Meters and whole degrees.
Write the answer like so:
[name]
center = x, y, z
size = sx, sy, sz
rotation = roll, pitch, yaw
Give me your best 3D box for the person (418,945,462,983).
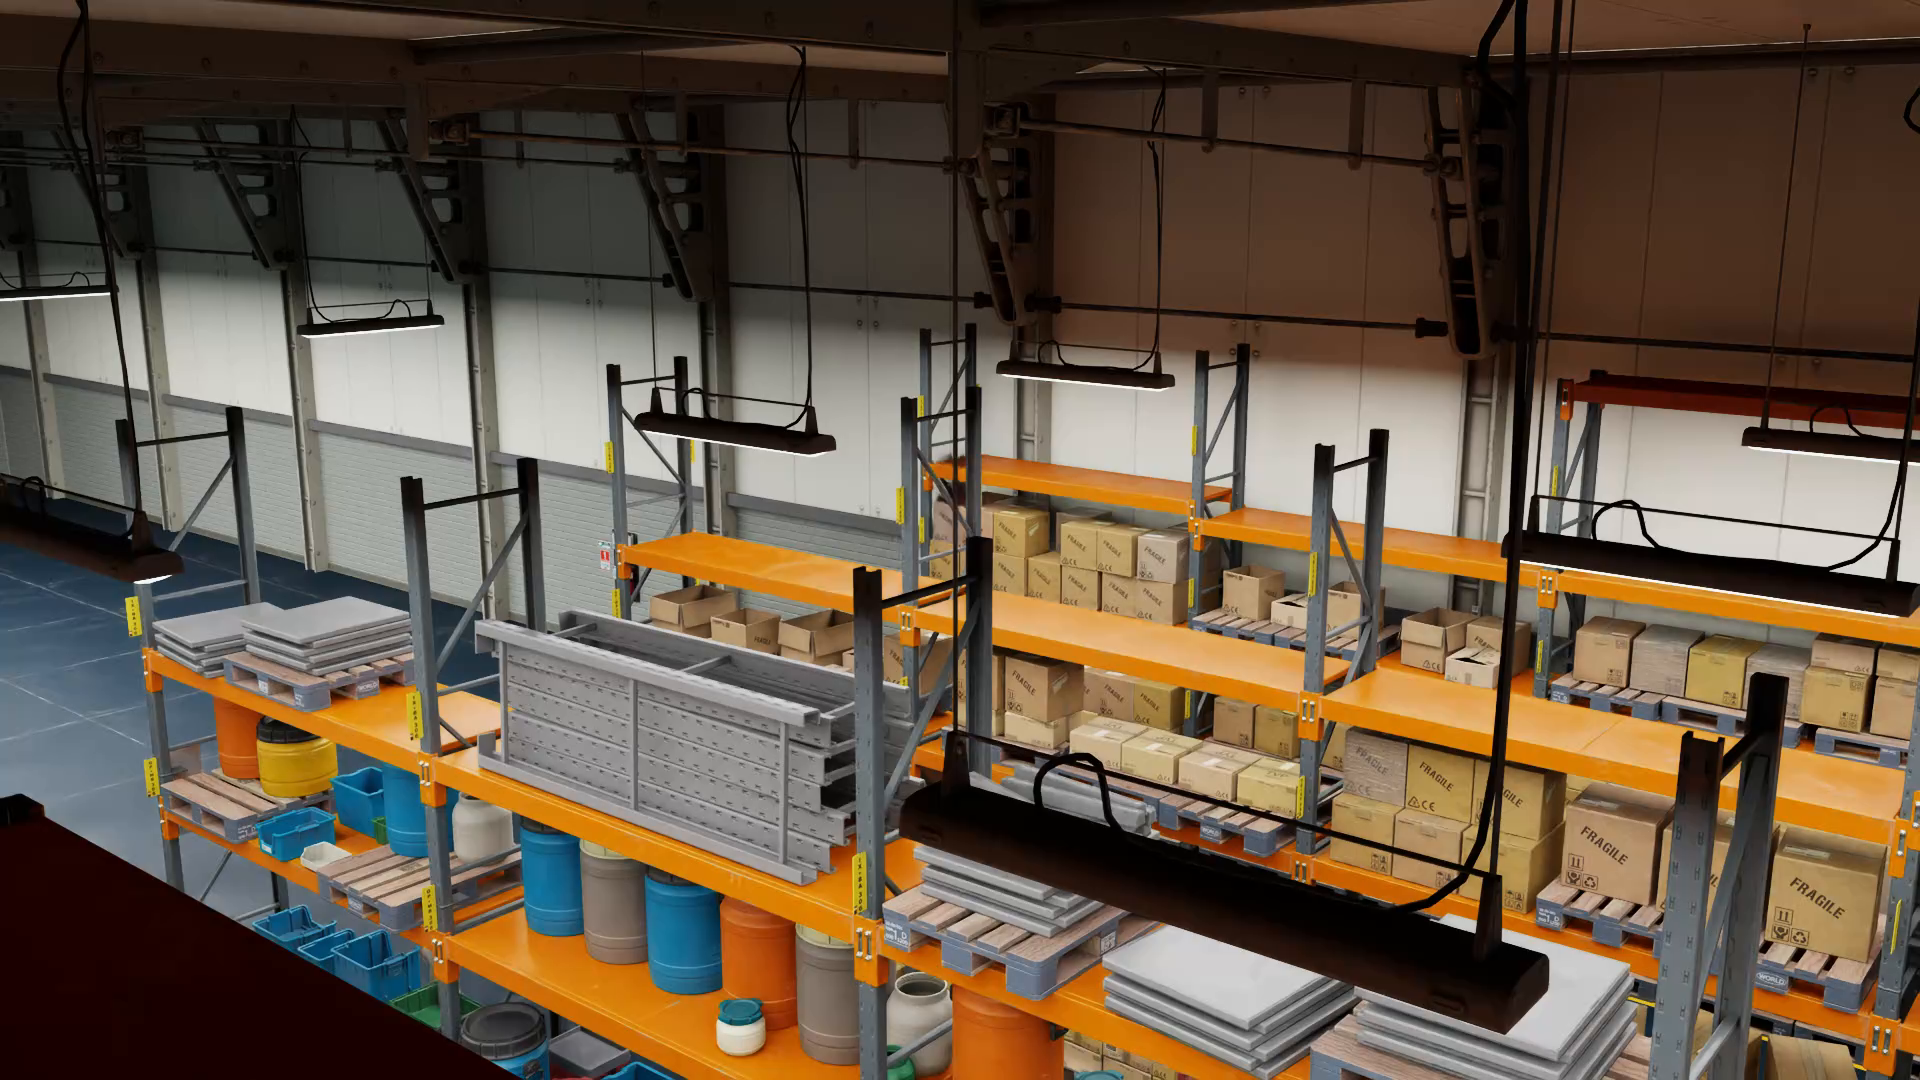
[person]
center = -4.750, 3.838, 15.483
size = 0.617, 1.655, 0.457
rotation = -10, 16, -39
